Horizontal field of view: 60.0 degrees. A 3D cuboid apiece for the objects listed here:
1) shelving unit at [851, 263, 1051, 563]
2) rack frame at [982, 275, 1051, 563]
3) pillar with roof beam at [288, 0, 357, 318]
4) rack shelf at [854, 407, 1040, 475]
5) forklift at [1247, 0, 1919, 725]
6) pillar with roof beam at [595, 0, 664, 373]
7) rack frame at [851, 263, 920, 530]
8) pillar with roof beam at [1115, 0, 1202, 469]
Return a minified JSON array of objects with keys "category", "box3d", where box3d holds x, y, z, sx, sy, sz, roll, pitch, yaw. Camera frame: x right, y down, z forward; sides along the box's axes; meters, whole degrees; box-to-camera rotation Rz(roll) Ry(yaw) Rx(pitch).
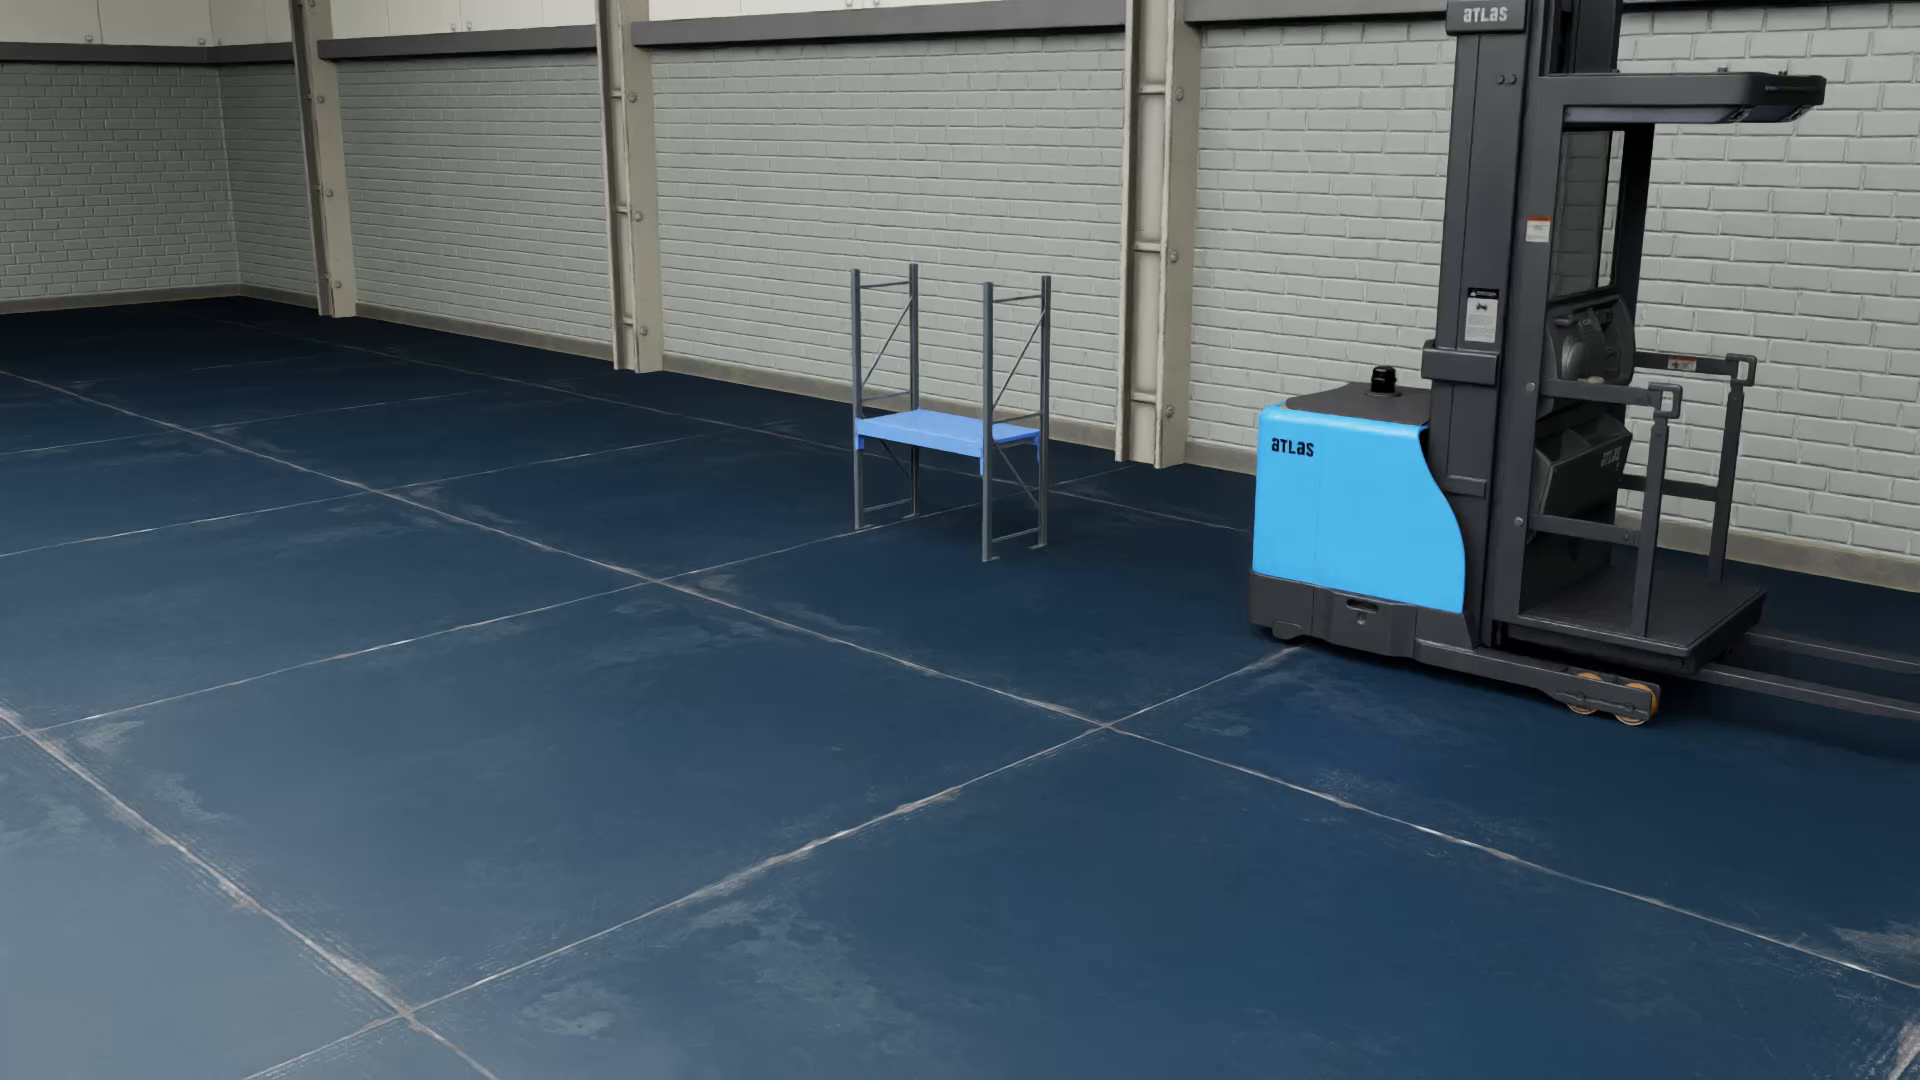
[{"category":"shelving unit","box3d":[-0.061,-0.741,9.300,1.048,1.500,0.538,14,20,42]},{"category":"rack frame","box3d":[0.305,-0.652,8.959,0.032,1.500,0.500,14,20,42]},{"category":"pillar with roof beam","box3d":[-10.304,-6.219,15.453,0.400,9.000,9.100,14,20,42]},{"category":"rack shelf","box3d":[-0.061,-0.567,9.346,1.000,0.185,0.538,14,20,42]},{"category":"forklift","box3d":[2.788,-0.832,6.812,3.031,2.935,1.130,12,19,38]},{"category":"pillar with roof beam","box3d":[-5.985,-5.169,11.423,0.400,9.000,9.100,14,20,42]},{"category":"rack frame","box3d":[-0.427,-0.830,9.642,0.032,1.500,0.500,14,20,42]},{"category":"pillar with roof beam","box3d":[-1.666,-4.119,7.393,0.400,9.000,9.100,14,20,42]}]
